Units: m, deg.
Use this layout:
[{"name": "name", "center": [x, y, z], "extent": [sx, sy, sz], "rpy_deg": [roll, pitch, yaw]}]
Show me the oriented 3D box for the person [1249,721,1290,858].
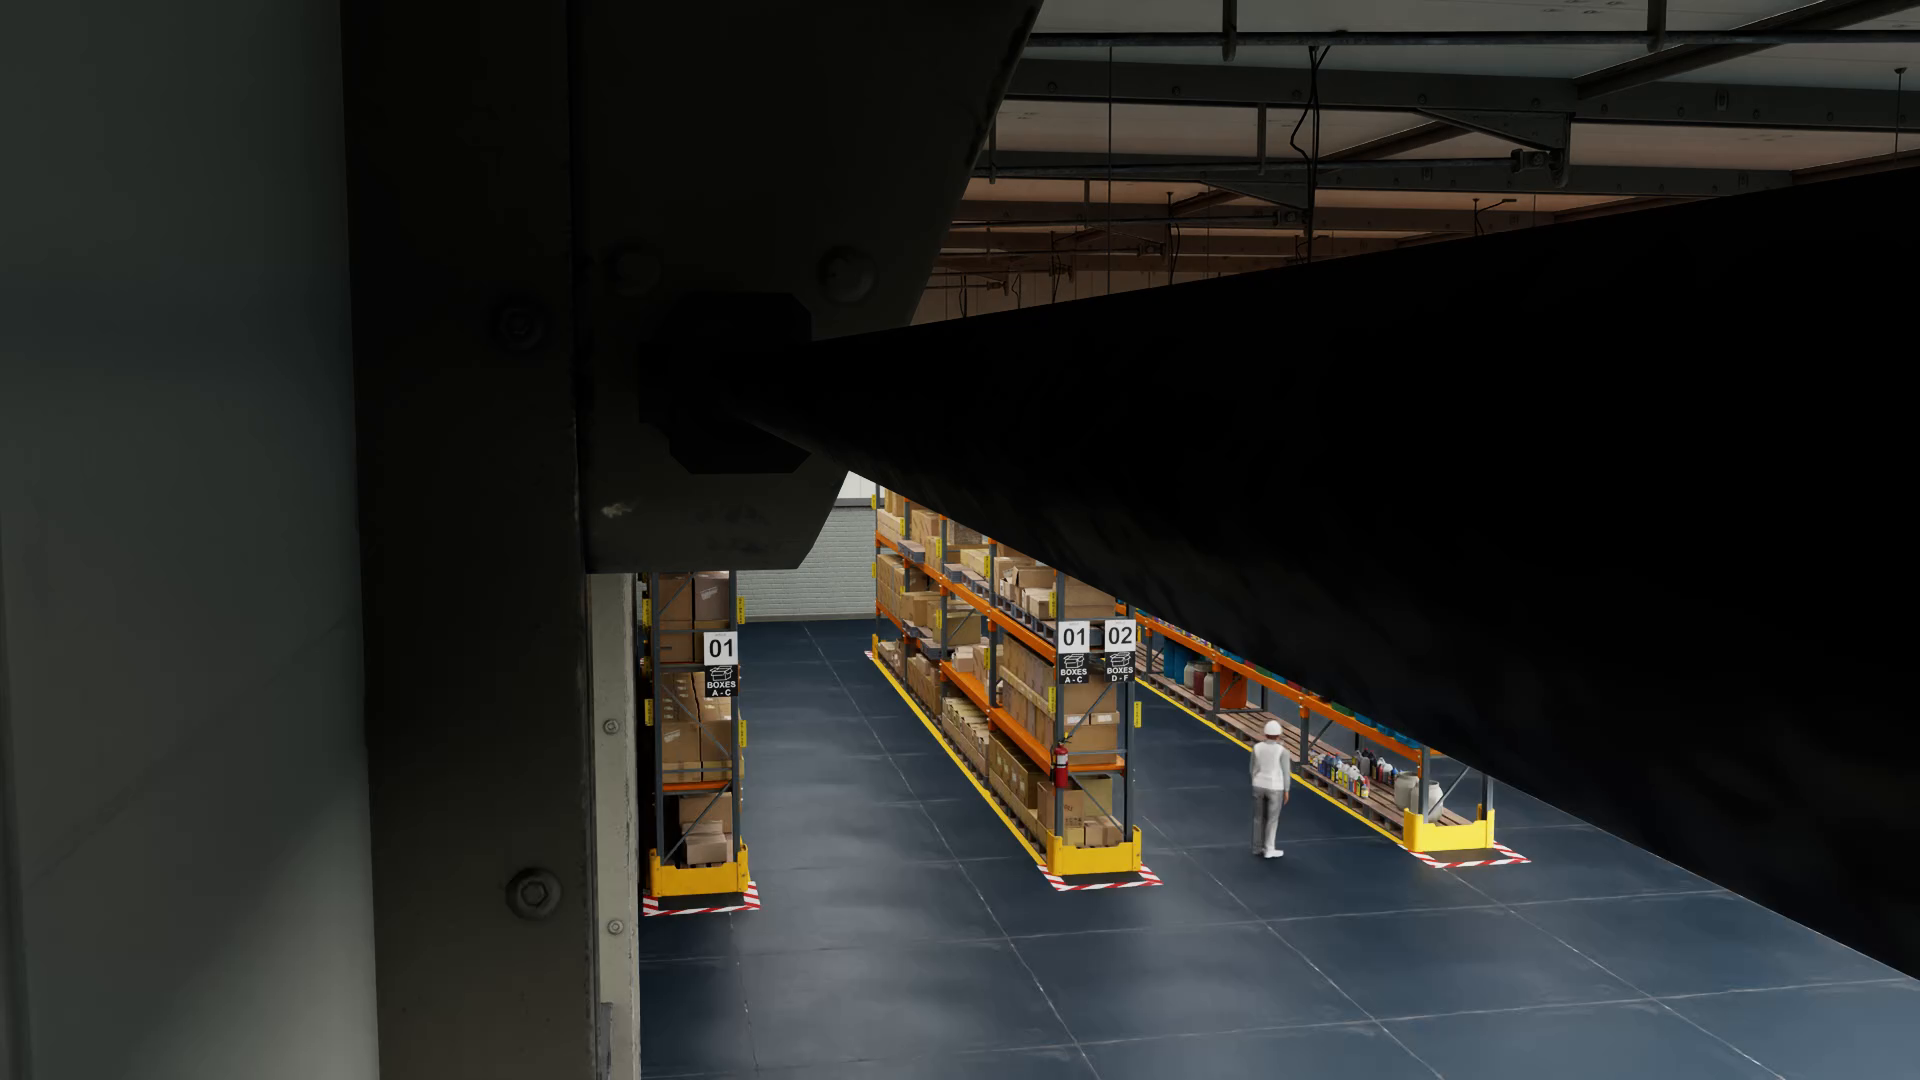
[{"name": "person", "center": [4.025, 3.230, 21.595], "extent": [0.556, 1.785, 0.389], "rpy_deg": [4, 7, 34]}]
